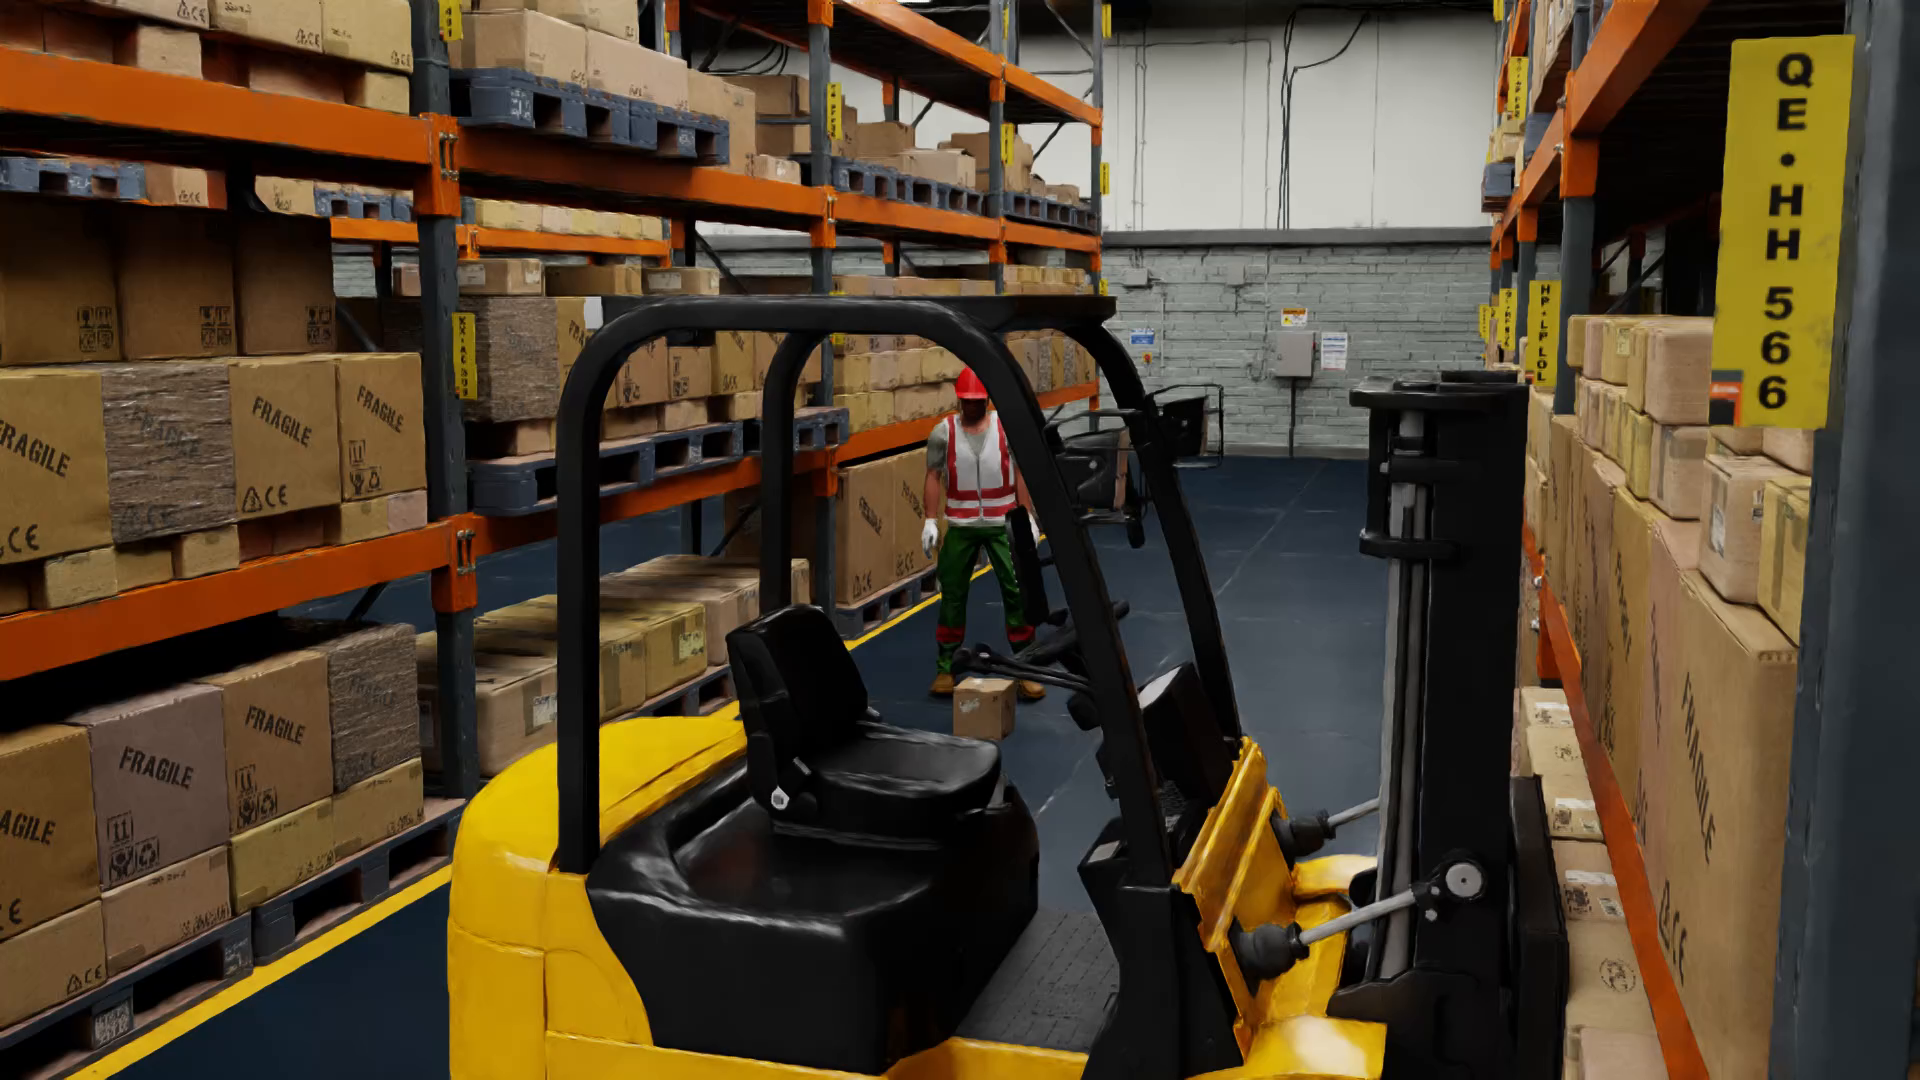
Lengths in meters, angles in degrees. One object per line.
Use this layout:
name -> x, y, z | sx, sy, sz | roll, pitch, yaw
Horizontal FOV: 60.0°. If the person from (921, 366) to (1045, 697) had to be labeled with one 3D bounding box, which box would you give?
person -> 0.124, -0.058, 9.000 | 0.673, 1.780, 0.438 | 0, 8, -1
